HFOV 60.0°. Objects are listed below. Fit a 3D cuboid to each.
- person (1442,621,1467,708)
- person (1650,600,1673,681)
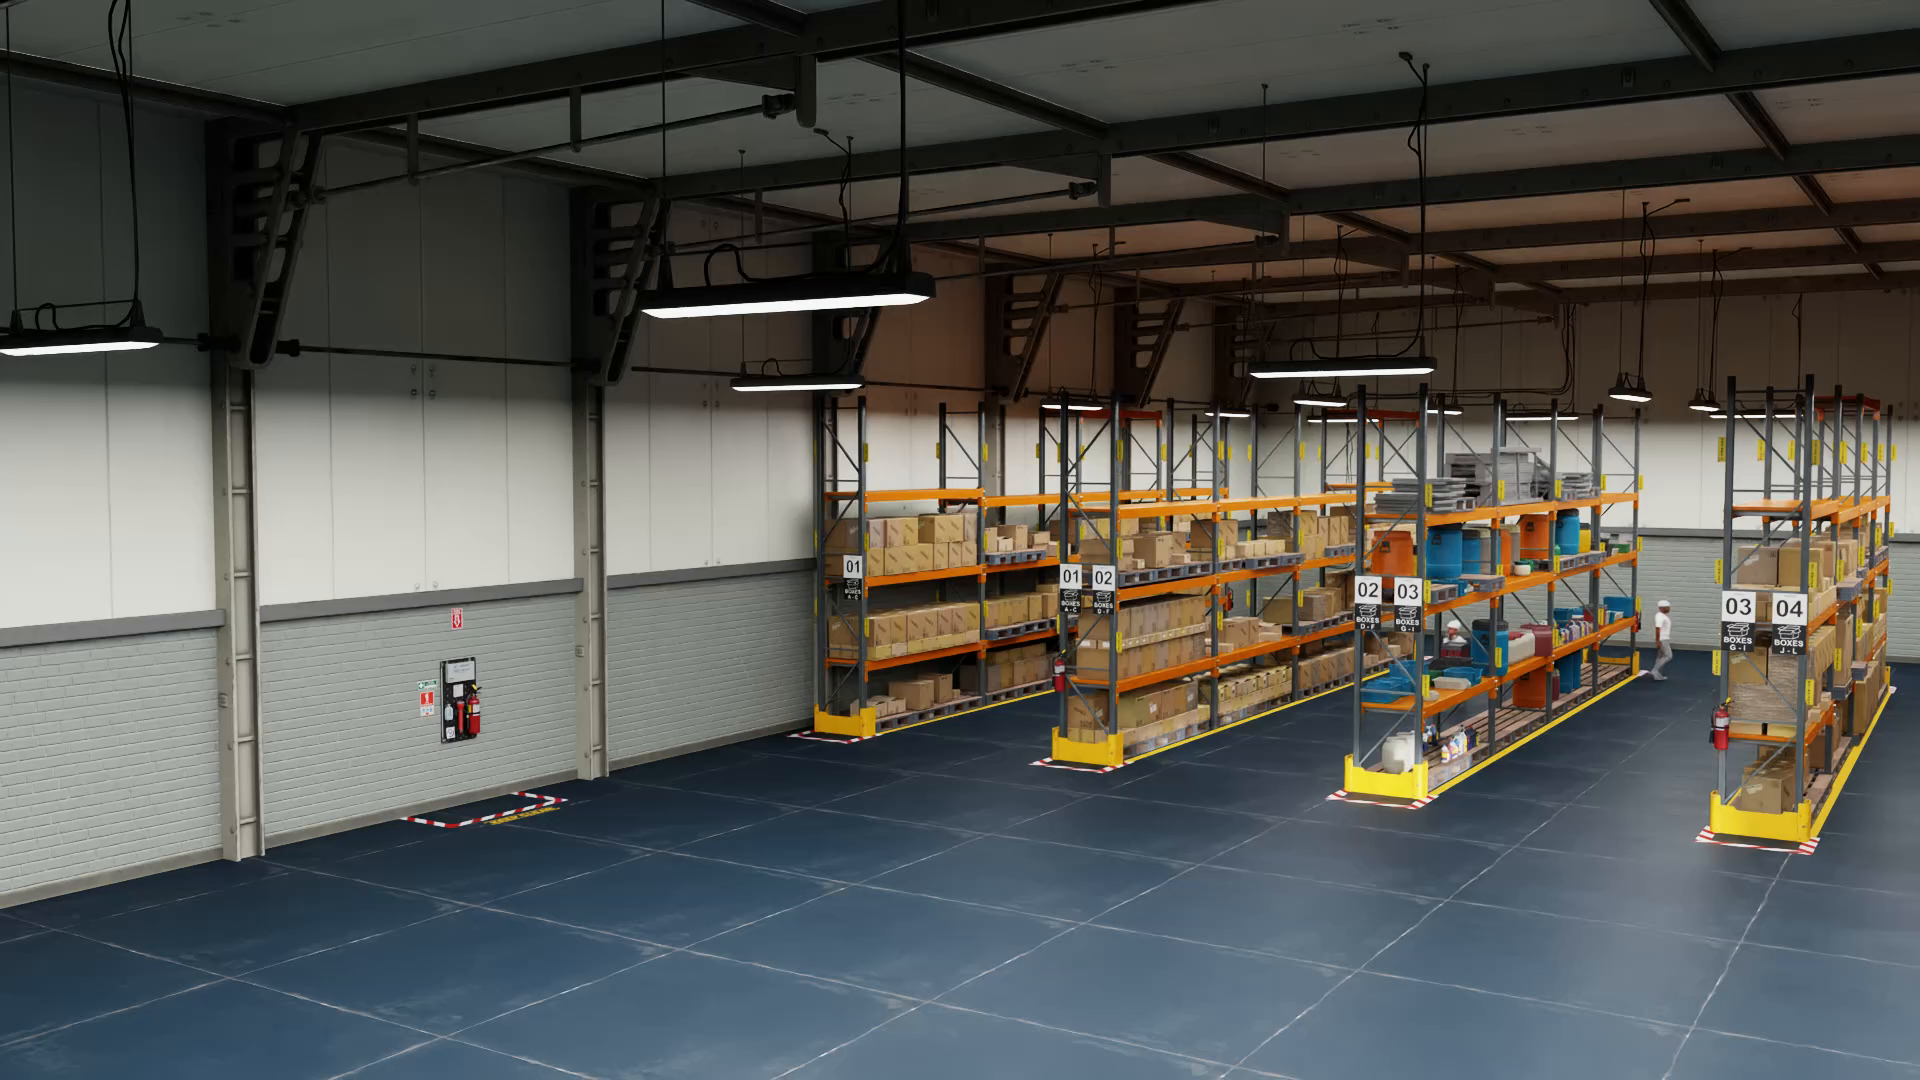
[{"bbox_3d":[9.506,2.429,32.111,0.546,1.731,1.004,3,4,41],"label":"person"},{"bbox_3d":[15.425,2.204,36.531,0.447,1.761,0.670,1,3,26],"label":"person"}]
